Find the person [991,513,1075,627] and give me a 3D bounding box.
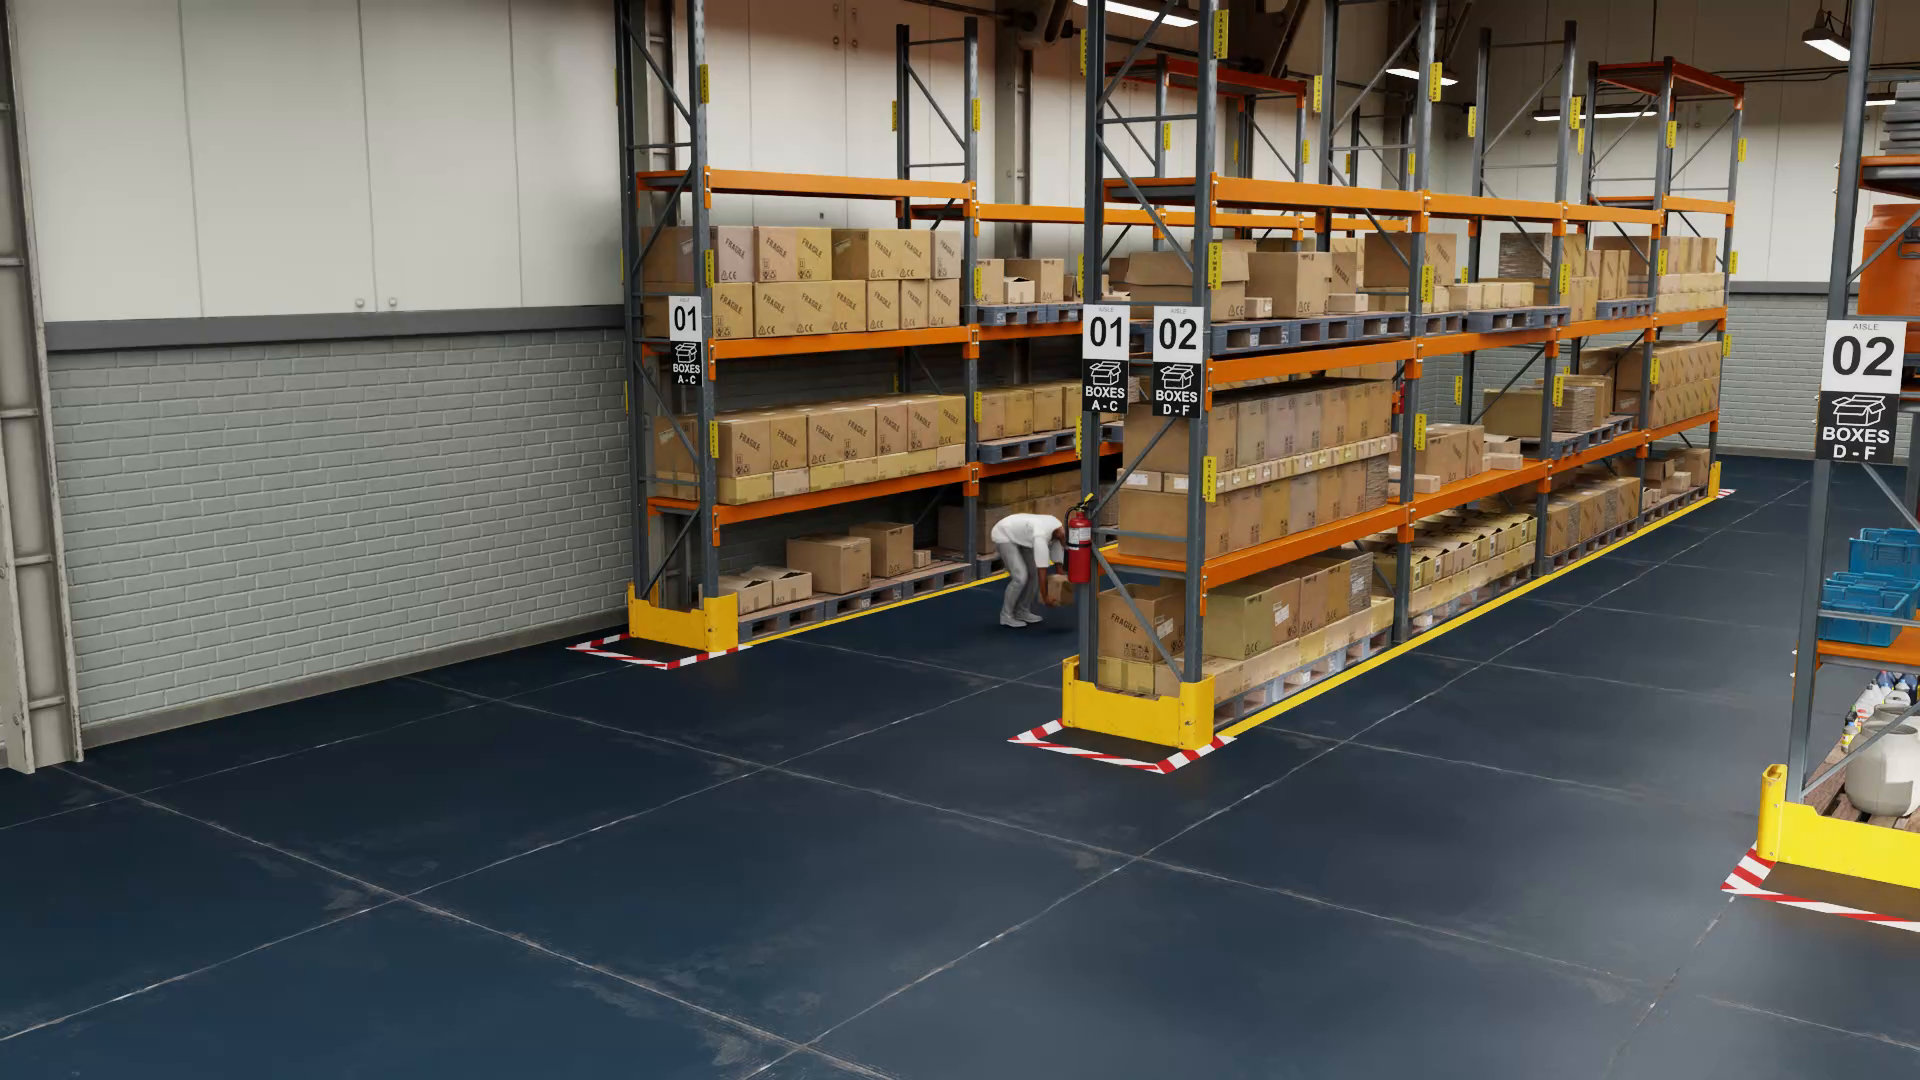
[{"bbox_3d":[0.774,0.301,16.060,0.974,1.088,0.469,7,12,34],"label":"person"}]
